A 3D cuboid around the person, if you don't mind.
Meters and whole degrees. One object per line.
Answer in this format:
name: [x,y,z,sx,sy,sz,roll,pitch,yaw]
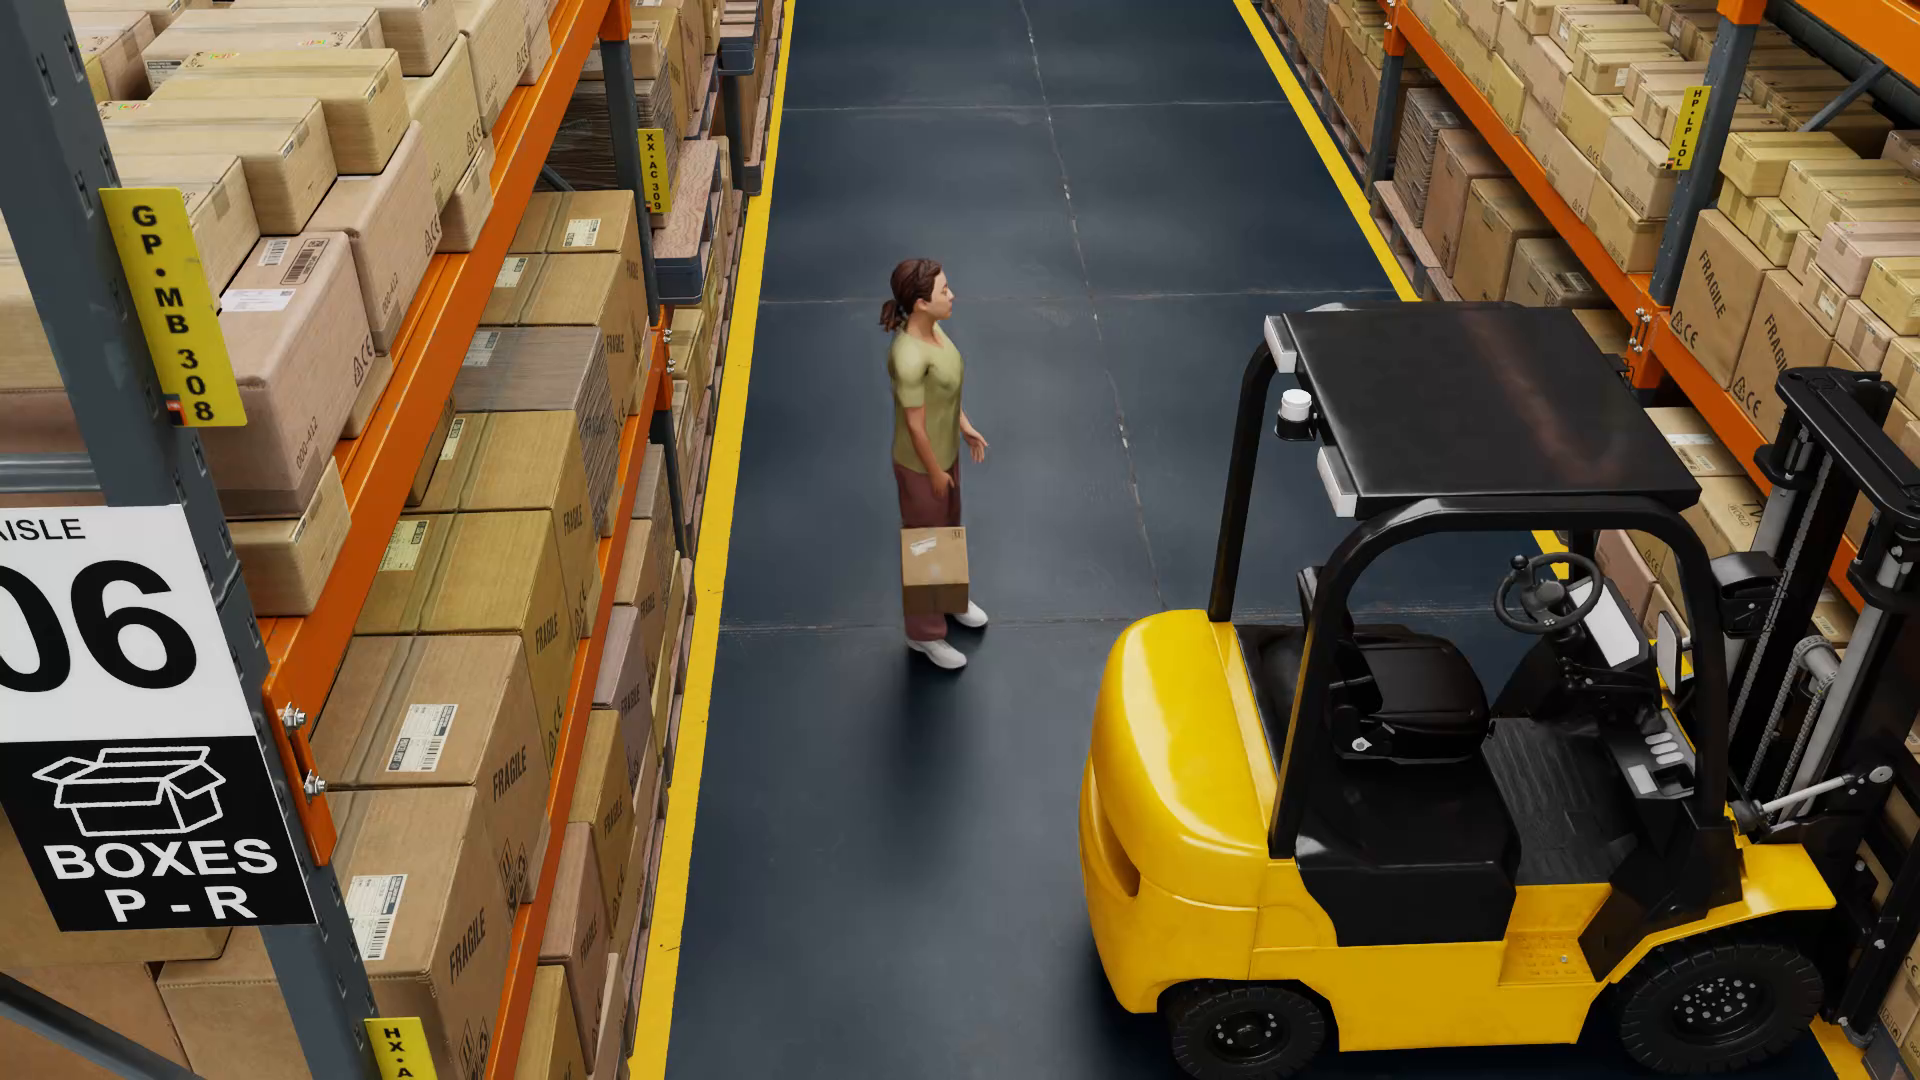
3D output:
person: [-0.103,-0.304,6.540,0.432,1.684,0.525,5,36,7]
